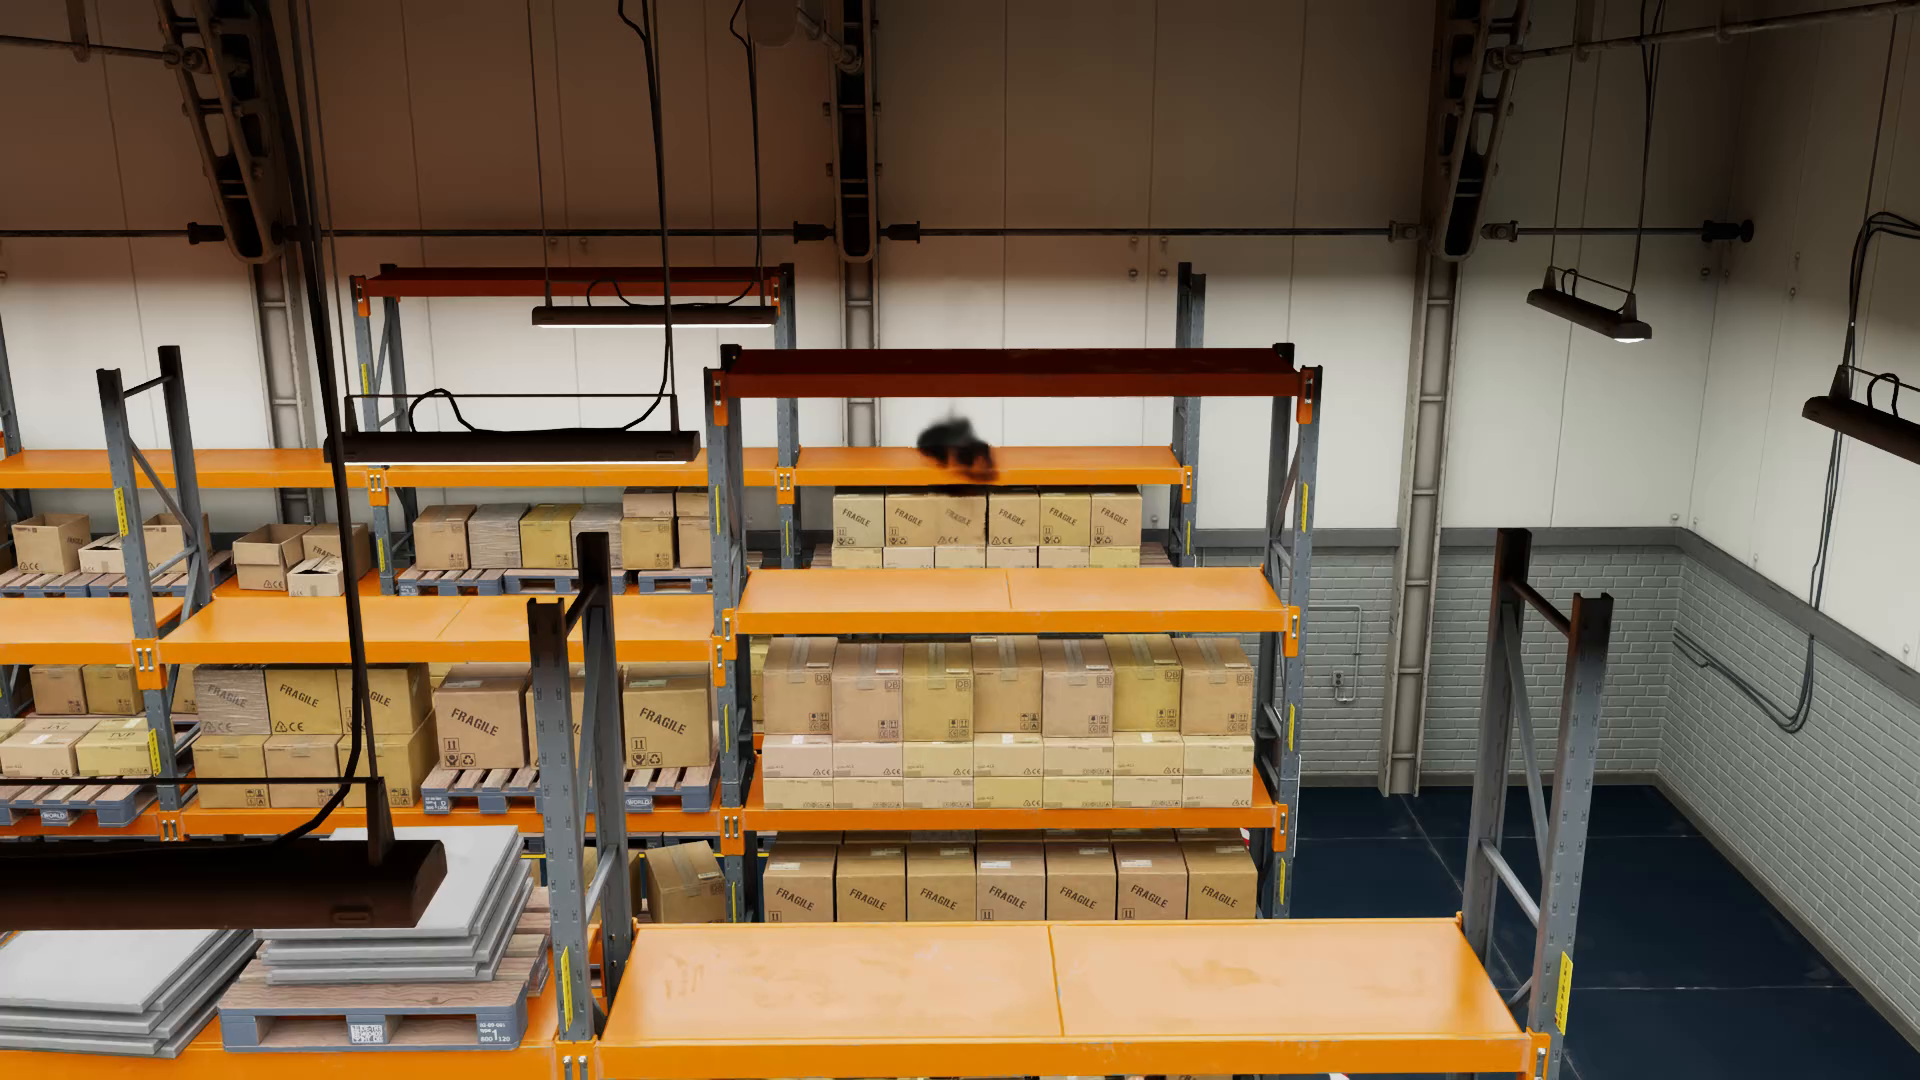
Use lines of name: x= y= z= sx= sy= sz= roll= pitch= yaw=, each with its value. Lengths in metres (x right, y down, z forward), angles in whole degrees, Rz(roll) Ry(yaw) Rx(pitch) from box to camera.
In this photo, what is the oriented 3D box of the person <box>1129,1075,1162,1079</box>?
person: x=1.253 y=4.219 z=11.167 sx=0.540 sy=1.624 sz=0.594 roll=-5 pitch=17 yaw=-17
